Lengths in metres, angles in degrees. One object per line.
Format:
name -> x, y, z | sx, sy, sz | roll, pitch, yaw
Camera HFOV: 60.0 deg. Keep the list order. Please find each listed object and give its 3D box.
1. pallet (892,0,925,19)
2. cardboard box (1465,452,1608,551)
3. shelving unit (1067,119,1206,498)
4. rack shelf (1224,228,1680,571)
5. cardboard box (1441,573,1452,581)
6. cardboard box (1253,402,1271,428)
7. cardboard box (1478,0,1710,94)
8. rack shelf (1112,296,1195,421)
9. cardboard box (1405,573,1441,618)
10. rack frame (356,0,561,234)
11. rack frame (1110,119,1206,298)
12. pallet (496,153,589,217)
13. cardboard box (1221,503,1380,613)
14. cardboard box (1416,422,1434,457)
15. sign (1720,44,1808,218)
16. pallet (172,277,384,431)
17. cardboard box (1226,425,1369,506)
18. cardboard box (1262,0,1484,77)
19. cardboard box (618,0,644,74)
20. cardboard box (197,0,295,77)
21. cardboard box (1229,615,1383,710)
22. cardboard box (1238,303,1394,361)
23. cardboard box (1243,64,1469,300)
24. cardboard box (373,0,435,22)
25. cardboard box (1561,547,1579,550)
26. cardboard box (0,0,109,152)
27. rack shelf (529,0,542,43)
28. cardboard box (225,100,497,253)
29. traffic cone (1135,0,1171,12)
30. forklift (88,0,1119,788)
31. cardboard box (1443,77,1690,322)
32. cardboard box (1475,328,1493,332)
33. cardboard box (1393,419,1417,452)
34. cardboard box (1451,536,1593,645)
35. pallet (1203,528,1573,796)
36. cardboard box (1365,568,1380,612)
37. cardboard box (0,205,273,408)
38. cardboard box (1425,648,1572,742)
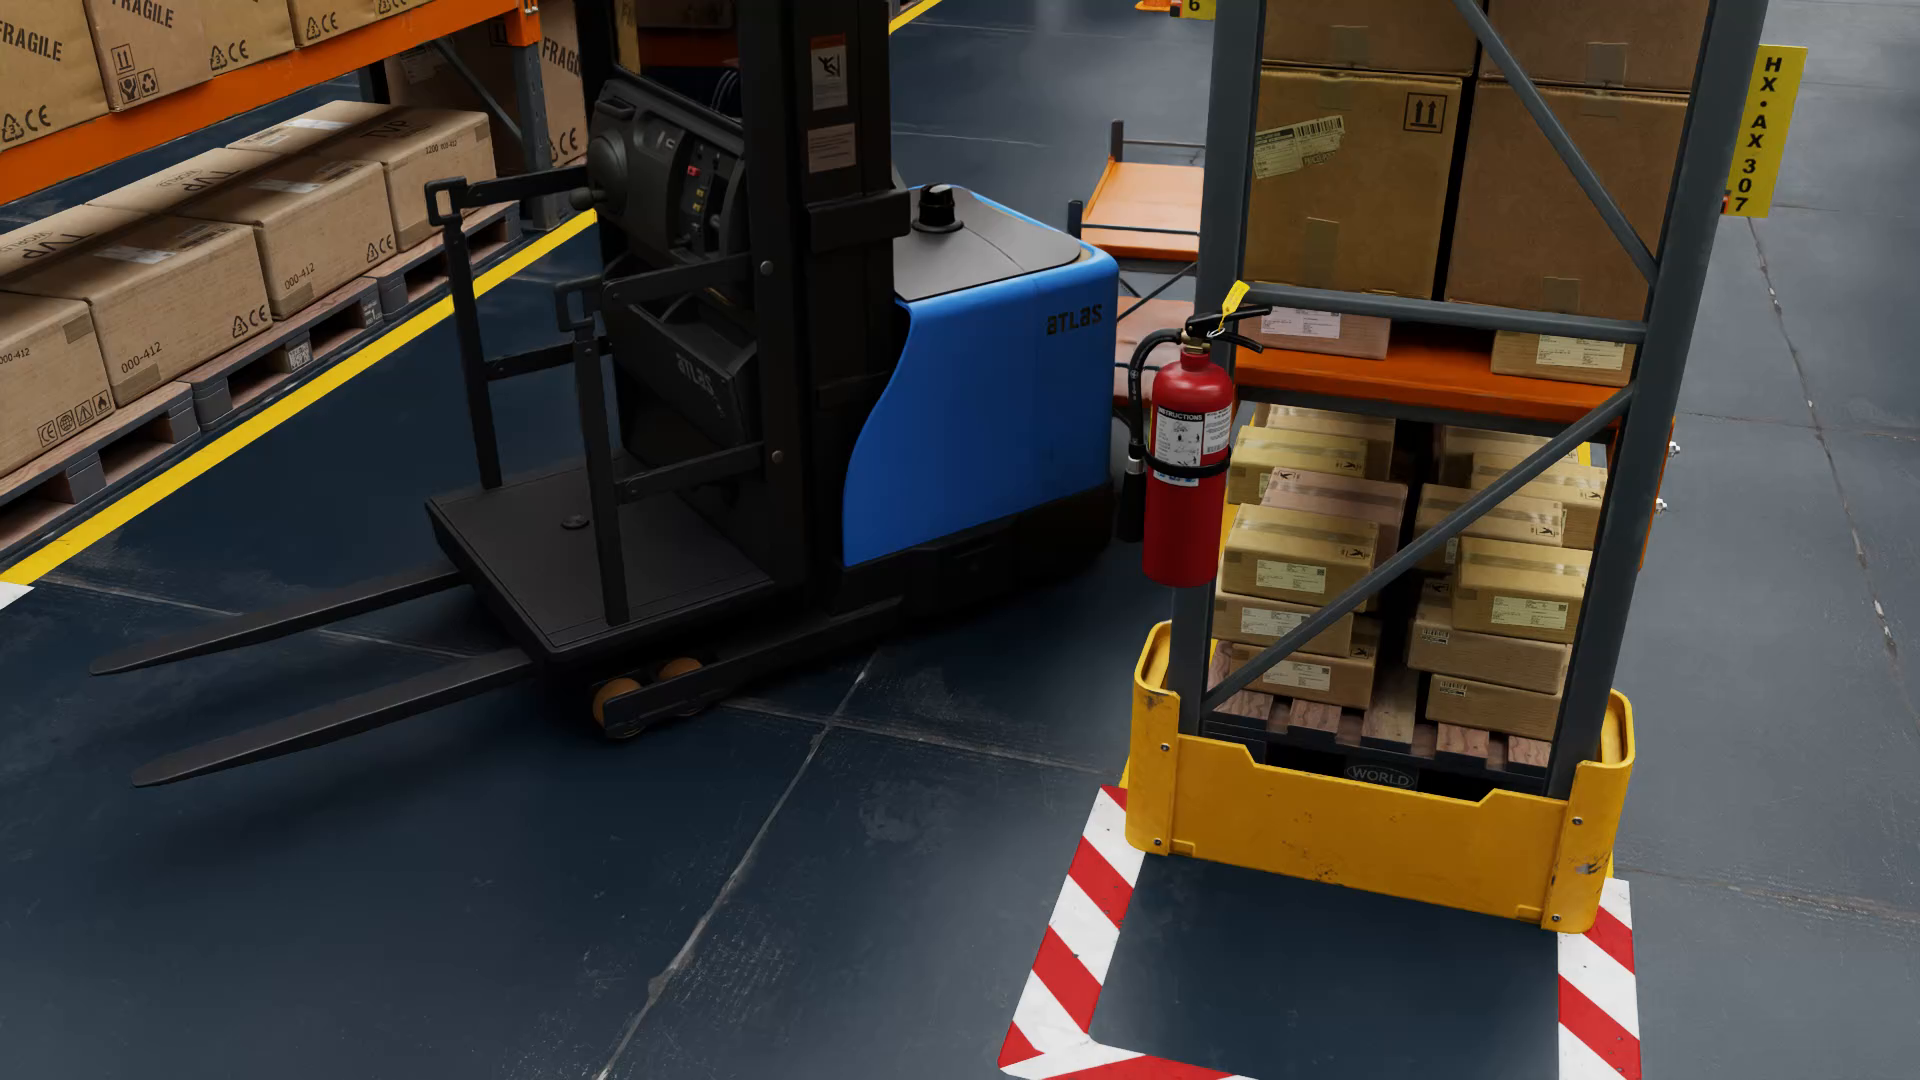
pallet -> -0.820, -4.562, 13.733 | 1.003, 0.211, 1.213 | 8, 30, 15
cardboard box -> 1.644, -0.112, 4.754 | 0.380, 0.149, 0.250 | 8, 30, 15
shelving unit -> 0.709, -0.829, 6.082 | 0.538, 1.125, 1.048 | 6, 30, 11
rack shelf -> 1.590, -1.090, 5.364 | 1.077, 0.370, 4.000 | 8, 30, 15
cardboard box -> 1.536, 0.131, 4.623 | 0.380, 0.149, 0.250 | 8, 30, 15
cardboard box -> 1.161, -0.446, 5.355 | 0.380, 0.149, 0.250 | 10, 31, 17
cardboard box -> 1.388, -1.256, 3.486 | 0.500, 0.500, 0.500 | 8, 30, 15
rack shelf -> 0.709, -0.615, 6.201 | 0.538, 0.278, 1.000 | 6, 30, 11
cardboard box -> 1.527, 0.140, 4.914 | 0.380, 0.149, 0.250 | 9, 30, 15
rack frame -> -2.585, -2.993, 8.045 | 1.000, 3.000, 0.127 | 8, 30, 15
rack frame -> 0.820, -1.070, 6.516 | 0.500, 1.125, 0.032 | 6, 30, 11
pallet -> -2.430, -2.144, 9.387 | 1.003, 0.211, 1.213 | 8, 30, 15
cardboard box -> 0.916, 0.045, 4.472 | 0.380, 0.149, 0.250 | 9, 30, 15
cardboard box -> 1.730, -0.368, 5.520 | 0.380, 0.149, 0.250 | 10, 31, 17
sign -> 1.521, -0.776, 3.169 | 0.100, 0.325, 0.005 | 8, 30, 15
pallet -> -3.239, -0.864, 7.086 | 1.003, 0.211, 1.213 | 8, 30, 15
cardboard box -> 0.999, -0.202, 4.916 | 0.380, 0.149, 0.250 | 8, 30, 14
cardboard box -> 0.899, -1.334, 3.625 | 0.500, 0.500, 0.500 | 8, 30, 14
cardboard box -> -2.222, -2.969, 9.755 | 0.875, 0.875, 0.875 | 9, 30, 16
cardboard box -> -2.924, -2.068, 6.279 | 0.500, 0.500, 0.500 | 10, 30, 17
cardboard box -> 0.958, 0.313, 4.603 | 0.380, 0.149, 0.250 | 9, 30, 16
cardboard box -> 0.828, -0.557, 3.924 | 0.380, 0.149, 0.250 | 9, 30, 15
cardboard box -> 0.889, -0.894, 3.863 | 0.500, 0.500, 0.500 | 9, 30, 16
cardboard box -> -2.622, -2.545, 7.137 | 0.500, 0.500, 0.500 | 8, 30, 14
cardboard box -> 1.703, -0.099, 5.037 | 0.380, 0.149, 0.250 | 9, 30, 16
cardboard box -> -3.222, -1.599, 5.436 | 0.500, 0.500, 0.500 | 8, 30, 14
rack shelf -> -1.998, -3.608, 9.891 | 1.077, 0.370, 4.000 | 8, 30, 15
cardboard box -> -2.872, -1.781, 8.069 | 0.875, 0.438, 0.875 | 8, 30, 14
traffic cone -> 1.609, -4.549, 13.451 | 0.336, 0.463, 0.334 | 8, 30, 15
forklift -> -1.001, -1.010, 4.551 | 3.031, 2.935, 1.130 | -18, 34, -29
cardboard box -> 1.399, -0.818, 3.726 | 0.500, 0.500, 0.500 | 10, 31, 17
cardboard box -> 1.446, -0.593, 3.989 | 0.380, 0.149, 0.250 | 10, 30, 17
cardboard box -> 1.417, -0.407, 5.896 | 0.380, 0.149, 0.250 | 9, 30, 16
cardboard box -> 1.481, 0.132, 4.315 | 0.380, 0.149, 0.250 | 7, 30, 13
pallet -> 1.297, 0.336, 4.929 | 1.003, 0.211, 1.213 | 8, 30, 15
cardboard box -> 1.013, 0.057, 4.756 | 0.380, 0.149, 0.250 | 8, 30, 14
cardboard box -> -3.400, -0.946, 6.568 | 0.875, 0.438, 0.875 | 9, 30, 16
cardboard box -> 1.463, 0.389, 4.465 | 0.380, 0.149, 0.250 | 9, 30, 16
